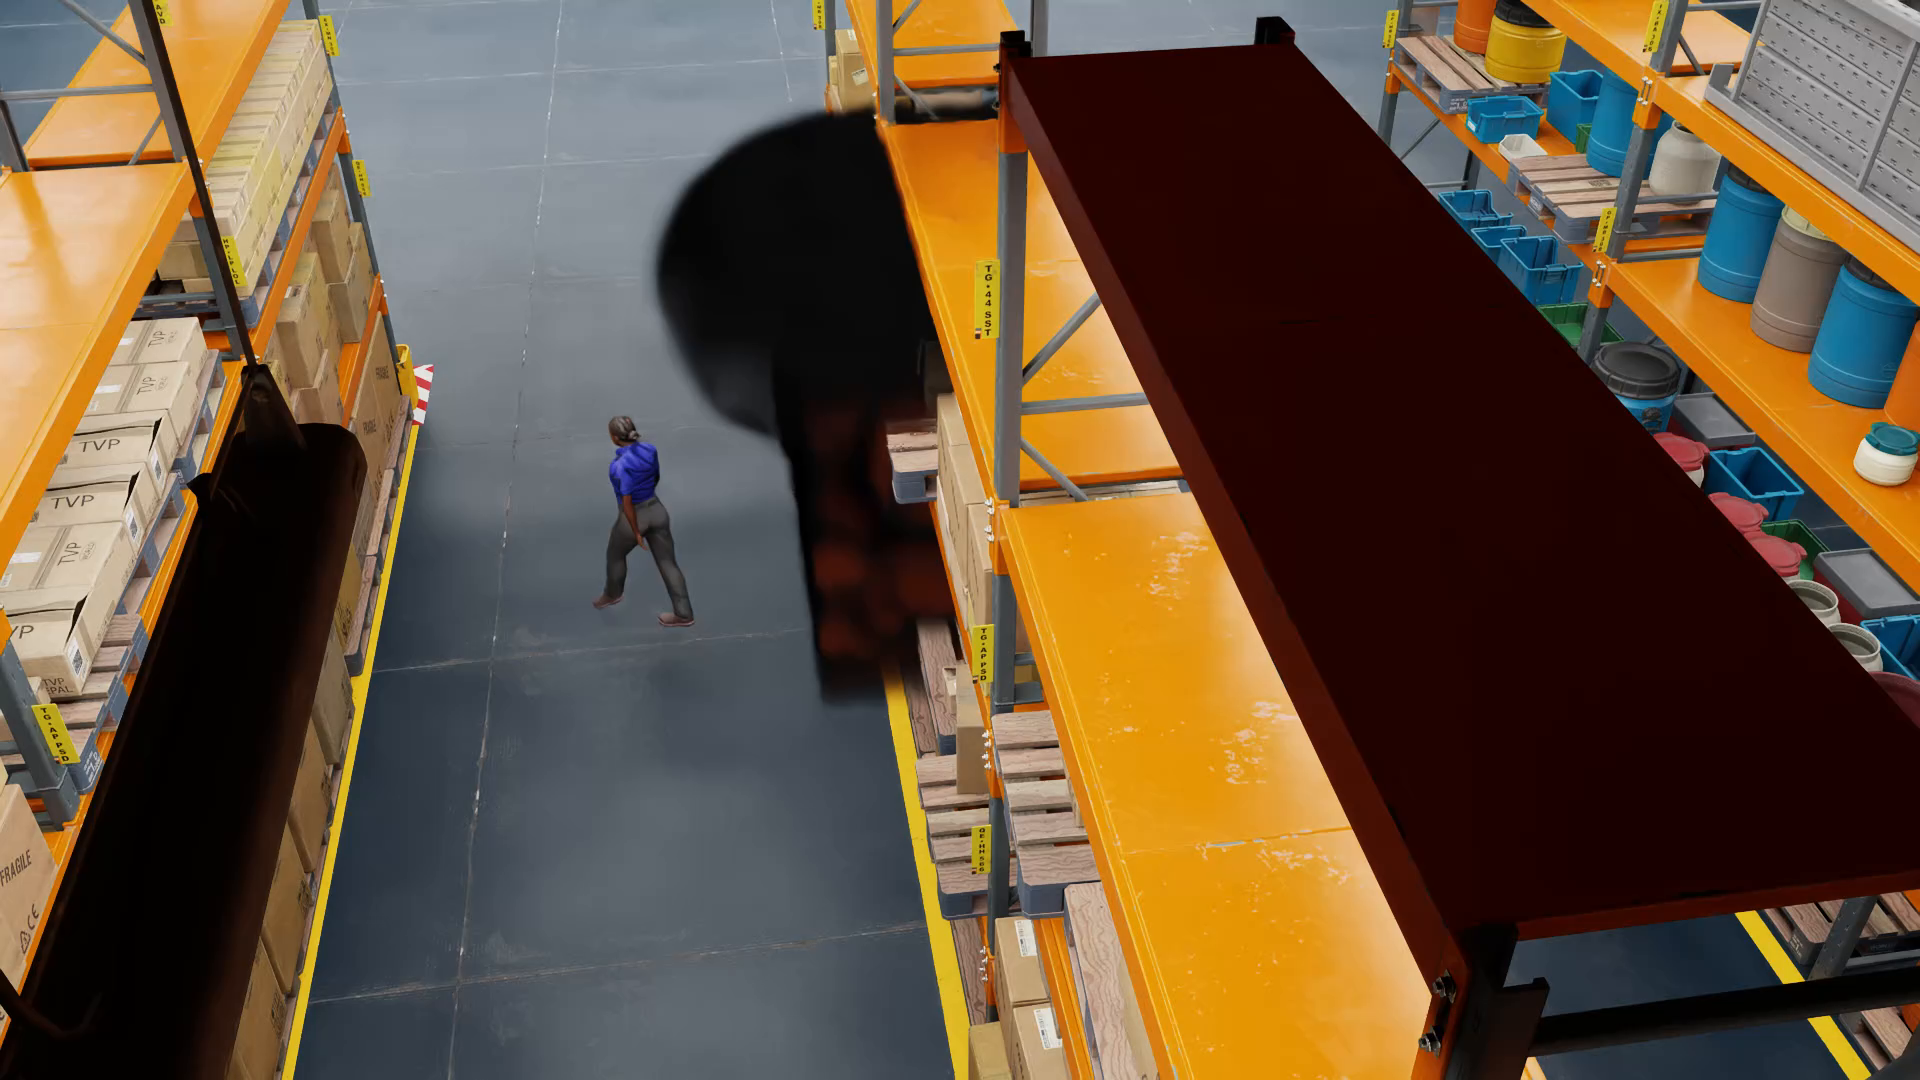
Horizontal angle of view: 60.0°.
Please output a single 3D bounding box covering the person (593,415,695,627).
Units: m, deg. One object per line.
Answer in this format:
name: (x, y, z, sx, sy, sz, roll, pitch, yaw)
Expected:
person: (-2.299, -0.104, 11.978, 0.549, 1.659, 0.852, -29, 45, -34)
